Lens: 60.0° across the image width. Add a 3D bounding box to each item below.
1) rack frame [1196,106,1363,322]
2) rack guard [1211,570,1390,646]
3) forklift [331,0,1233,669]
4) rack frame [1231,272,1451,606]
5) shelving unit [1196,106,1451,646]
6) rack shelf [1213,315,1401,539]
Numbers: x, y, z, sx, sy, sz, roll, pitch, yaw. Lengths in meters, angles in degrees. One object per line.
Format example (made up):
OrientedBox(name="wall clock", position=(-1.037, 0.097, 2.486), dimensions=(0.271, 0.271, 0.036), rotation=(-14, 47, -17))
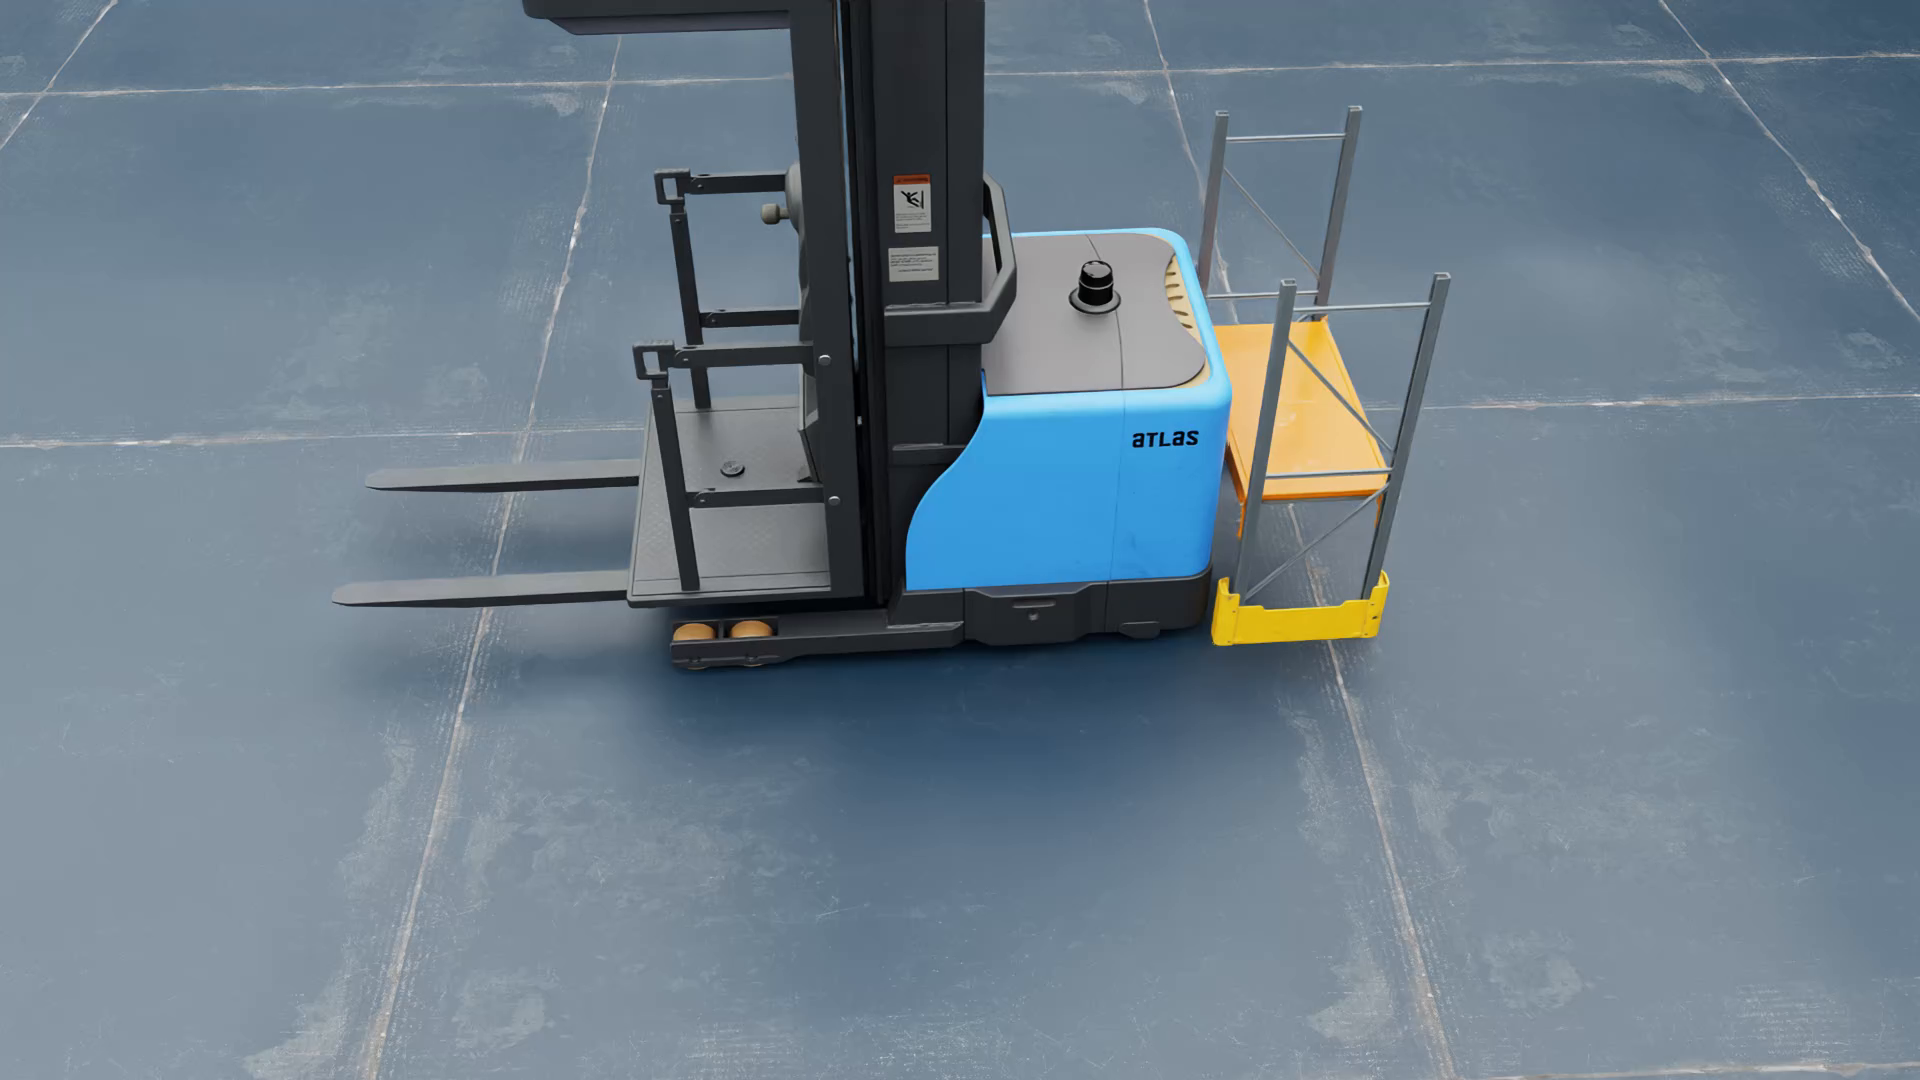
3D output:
OrientedBox(name="rack frame", position=(1.108, -0.896, 6.116), dimensions=(0.500, 1.500, 0.032), rotation=(-3, 43, -3))
OrientedBox(name="rack guard", position=(1.183, 0.237, 5.806), dimensions=(0.587, 0.250, 0.087), rotation=(-3, 43, -3))
OrientedBox(name="forklift", position=(-0.669, -1.004, 5.176), dimensions=(3.031, 2.935, 1.130), rotation=(-3, 43, -3))
OrientedBox(name="rack frame", position=(1.186, -0.211, 5.369), dimensions=(0.500, 1.500, 0.032), rotation=(-3, 43, -3))
OrientedBox(name="shelving unit", position=(1.147, -0.560, 5.749), dimensions=(0.587, 1.500, 1.083), rotation=(-3, 43, -3))
OrientedBox(name="rack shelf", position=(1.147, -0.421, 5.864), dimensions=(0.538, 0.185, 1.000), rotation=(-3, 43, -3))
